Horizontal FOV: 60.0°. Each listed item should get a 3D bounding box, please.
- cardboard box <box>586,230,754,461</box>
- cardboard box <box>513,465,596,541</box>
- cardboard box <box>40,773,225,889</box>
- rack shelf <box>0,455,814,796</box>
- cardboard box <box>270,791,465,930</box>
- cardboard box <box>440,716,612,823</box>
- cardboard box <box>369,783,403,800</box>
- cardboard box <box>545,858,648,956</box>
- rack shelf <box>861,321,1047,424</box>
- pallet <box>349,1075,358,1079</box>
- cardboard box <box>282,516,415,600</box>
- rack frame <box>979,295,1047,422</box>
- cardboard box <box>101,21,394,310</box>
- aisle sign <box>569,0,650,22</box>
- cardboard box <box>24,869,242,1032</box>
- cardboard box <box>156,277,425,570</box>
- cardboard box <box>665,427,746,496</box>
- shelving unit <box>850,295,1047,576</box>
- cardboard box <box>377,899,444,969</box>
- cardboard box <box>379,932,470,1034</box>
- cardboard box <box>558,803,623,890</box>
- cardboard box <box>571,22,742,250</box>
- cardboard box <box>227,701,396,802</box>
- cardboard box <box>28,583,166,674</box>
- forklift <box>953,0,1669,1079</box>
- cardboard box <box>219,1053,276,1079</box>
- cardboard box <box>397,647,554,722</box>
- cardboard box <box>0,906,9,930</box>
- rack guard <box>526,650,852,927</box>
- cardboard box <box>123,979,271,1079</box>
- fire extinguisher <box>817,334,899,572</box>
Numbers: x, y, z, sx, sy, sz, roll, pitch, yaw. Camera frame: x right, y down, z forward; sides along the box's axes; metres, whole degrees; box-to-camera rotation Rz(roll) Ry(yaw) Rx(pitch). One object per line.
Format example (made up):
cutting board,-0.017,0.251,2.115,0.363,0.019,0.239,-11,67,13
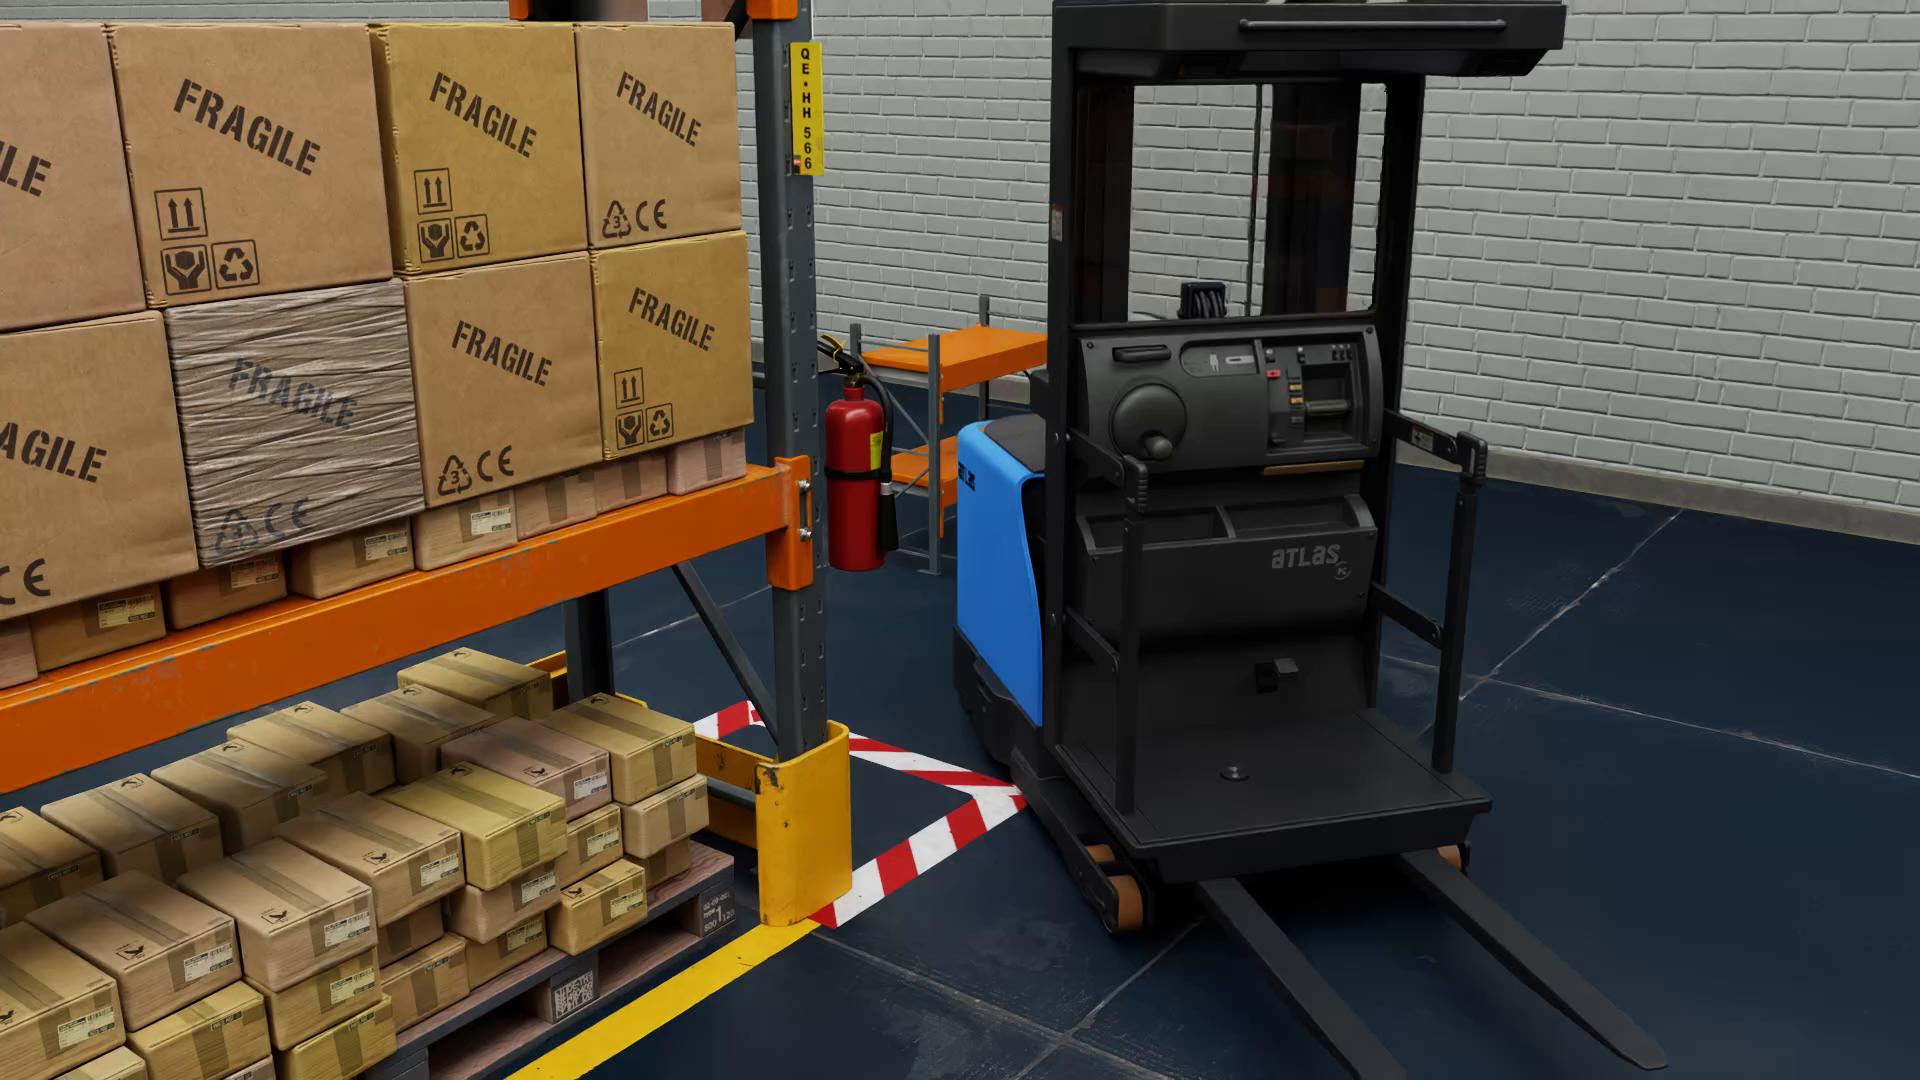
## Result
cardboard box,-0.881,-0.527,4.213,0.500,0.500,0.500,13,21,36
cardboard box,-1.103,-0.127,4.019,0.380,0.149,0.250,12,21,34
cardboard box,-1.980,0.714,3.982,0.380,0.149,0.250,13,22,37
rack shelf,-2.012,0.330,3.336,1.077,0.370,4.000,12,21,35
cardboard box,-1.385,0.742,3.892,0.380,0.149,0.250,11,21,33
cardboard box,-1.128,0.608,4.325,0.380,0.149,0.250,13,21,36
cardboard box,-1.622,0.738,4.408,0.380,0.149,0.250,13,21,35
cardboard box,-1.038,0.913,4.346,0.380,0.149,0.250,13,22,36
rack shelf,0.004,-0.818,7.995,0.538,0.278,1.000,12,21,35
pallet,-2.105,1.337,3.584,1.003,0.211,1.213,12,21,35
cardboard box,-1.417,-0.005,3.625,0.380,0.149,0.250,11,21,32
rack frame,0.307,-0.660,8.472,0.500,1.125,0.032,12,21,35
cardboard box,-1.498,-0.758,3.271,0.500,0.500,0.500,14,22,37
aisle sign,-1.018,-1.802,4.604,0.394,0.787,0.004,12,21,35
cardboard box,-1.747,0.859,3.515,0.380,0.149,0.250,12,21,33
cardboard box,-1.487,-0.283,3.427,0.500,0.500,0.500,13,21,35
cardboard box,-0.787,-0.242,4.389,0.380,0.149,0.250,12,21,35
shelving unit,0.004,-0.539,8.082,0.538,1.125,1.048,12,21,35
cardboard box,-1.456,0.875,3.965,0.380,0.149,0.250,12,21,34
cardboard box,-1.402,1.021,3.996,0.380,0.149,0.250,13,21,35
cardboard box,-1.104,0.758,4.342,0.380,0.149,0.250,12,21,33
cardboard box,-0.893,-1.004,4.063,0.500,0.500,0.500,12,21,34
cardboard box,-1.726,0.576,4.427,0.380,0.149,0.250,12,21,35
cardboard box,-1.771,0.115,3.239,0.380,0.149,0.250,13,21,36
forklift,0.860,-0.420,4.654,1.130,2.935,3.031,-5,18,-15
cardboard box,-1.682,1.155,3.566,0.380,0.149,0.250,13,21,36
cardboard box,-1.405,0.452,4.827,0.380,0.149,0.250,11,21,32
cardboard box,-2.246,0.846,3.559,0.380,0.149,0.250,12,21,35
rack guard,-0.866,0.722,5.075,1.175,0.500,0.348,12,21,35
cardboard box,-1.680,1.013,3.522,0.380,0.149,0.250,14,22,37
fire extinguisher,-0.299,-0.253,4.760,0.296,0.674,0.183,12,21,35
